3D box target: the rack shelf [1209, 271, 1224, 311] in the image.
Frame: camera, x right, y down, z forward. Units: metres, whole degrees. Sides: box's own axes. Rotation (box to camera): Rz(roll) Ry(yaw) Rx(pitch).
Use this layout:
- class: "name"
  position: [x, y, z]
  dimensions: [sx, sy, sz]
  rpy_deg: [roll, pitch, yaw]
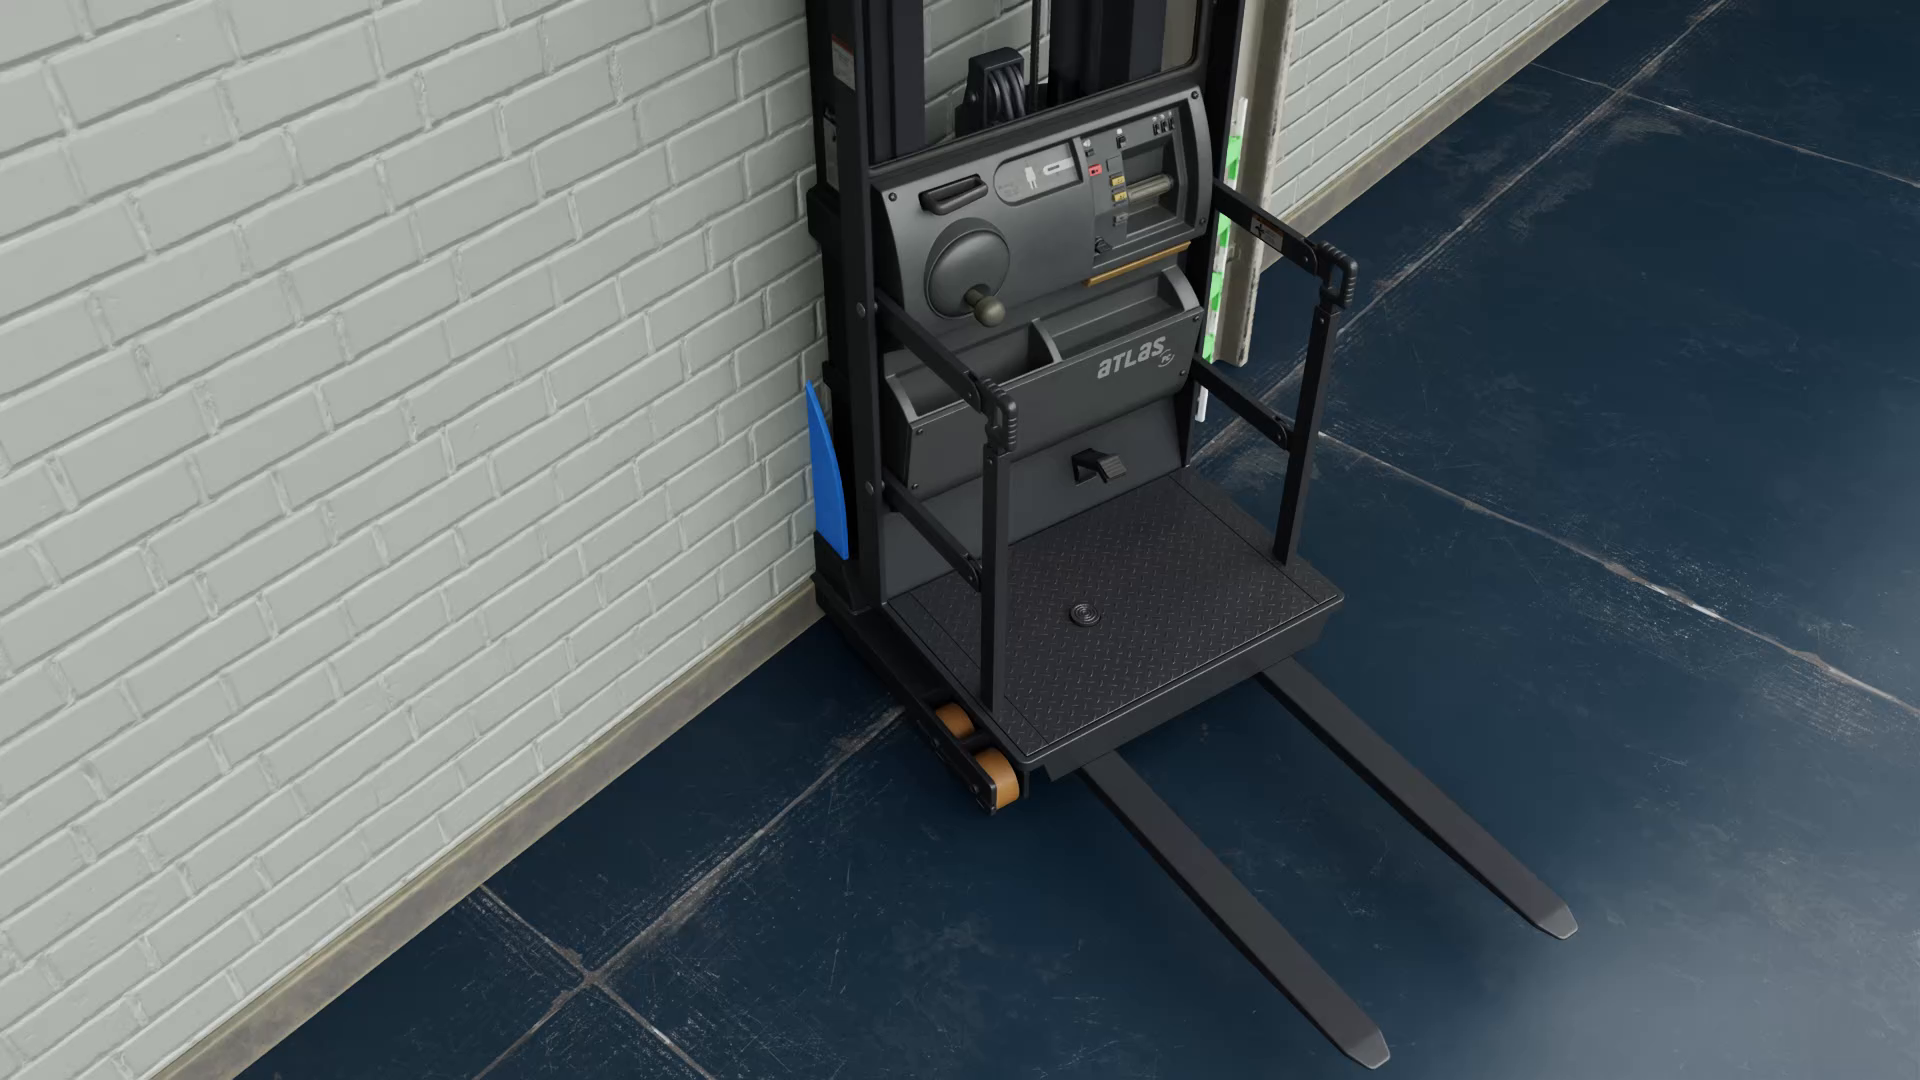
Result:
- class: "rack shelf"
  position: [0.601, -0.713, 5.235]
  dimensions: [0.258, 0.148, 0.480]
  rpy_deg: [25, 48, 24]

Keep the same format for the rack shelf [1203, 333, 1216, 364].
- class: "rack shelf"
  position: [0.599, -0.536, 5.397]
  dimensions: [0.258, 0.148, 0.480]
  rpy_deg: [25, 48, 24]

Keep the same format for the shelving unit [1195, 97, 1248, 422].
- class: "shelving unit"
  position: [0.602, -0.761, 5.192]
  dimensions: [0.258, 1.200, 0.503]
  rpy_deg: [25, 48, 24]

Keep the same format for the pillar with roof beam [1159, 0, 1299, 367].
- class: "pillar with roof beam"
  position: [4.083, -2.074, 0.842]
  dimensions: [9.100, 9.000, 0.400]
  rpy_deg: [29, 50, 28]

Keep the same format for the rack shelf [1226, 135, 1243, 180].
- class: "rack shelf"
  position: [0.605, -1.068, 4.912]
  dimensions: [0.258, 0.148, 0.480]
  rpy_deg: [25, 48, 24]

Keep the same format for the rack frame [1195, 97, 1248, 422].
- class: "rack frame"
  position: [0.739, -0.896, 5.342]
  dimensions: [0.240, 1.200, 0.015]
  rpy_deg: [25, 48, 24]

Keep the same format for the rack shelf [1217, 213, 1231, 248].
- class: "rack shelf"
  position: [0.603, -0.891, 5.073]
  dimensions: [0.258, 0.148, 0.480]
  rpy_deg: [25, 48, 24]

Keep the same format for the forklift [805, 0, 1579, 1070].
- class: "forklift"
  position: [0.347, -0.731, 3.875]
  dimensions: [1.130, 2.935, 3.031]
  rpy_deg: [-24, 47, -24]
